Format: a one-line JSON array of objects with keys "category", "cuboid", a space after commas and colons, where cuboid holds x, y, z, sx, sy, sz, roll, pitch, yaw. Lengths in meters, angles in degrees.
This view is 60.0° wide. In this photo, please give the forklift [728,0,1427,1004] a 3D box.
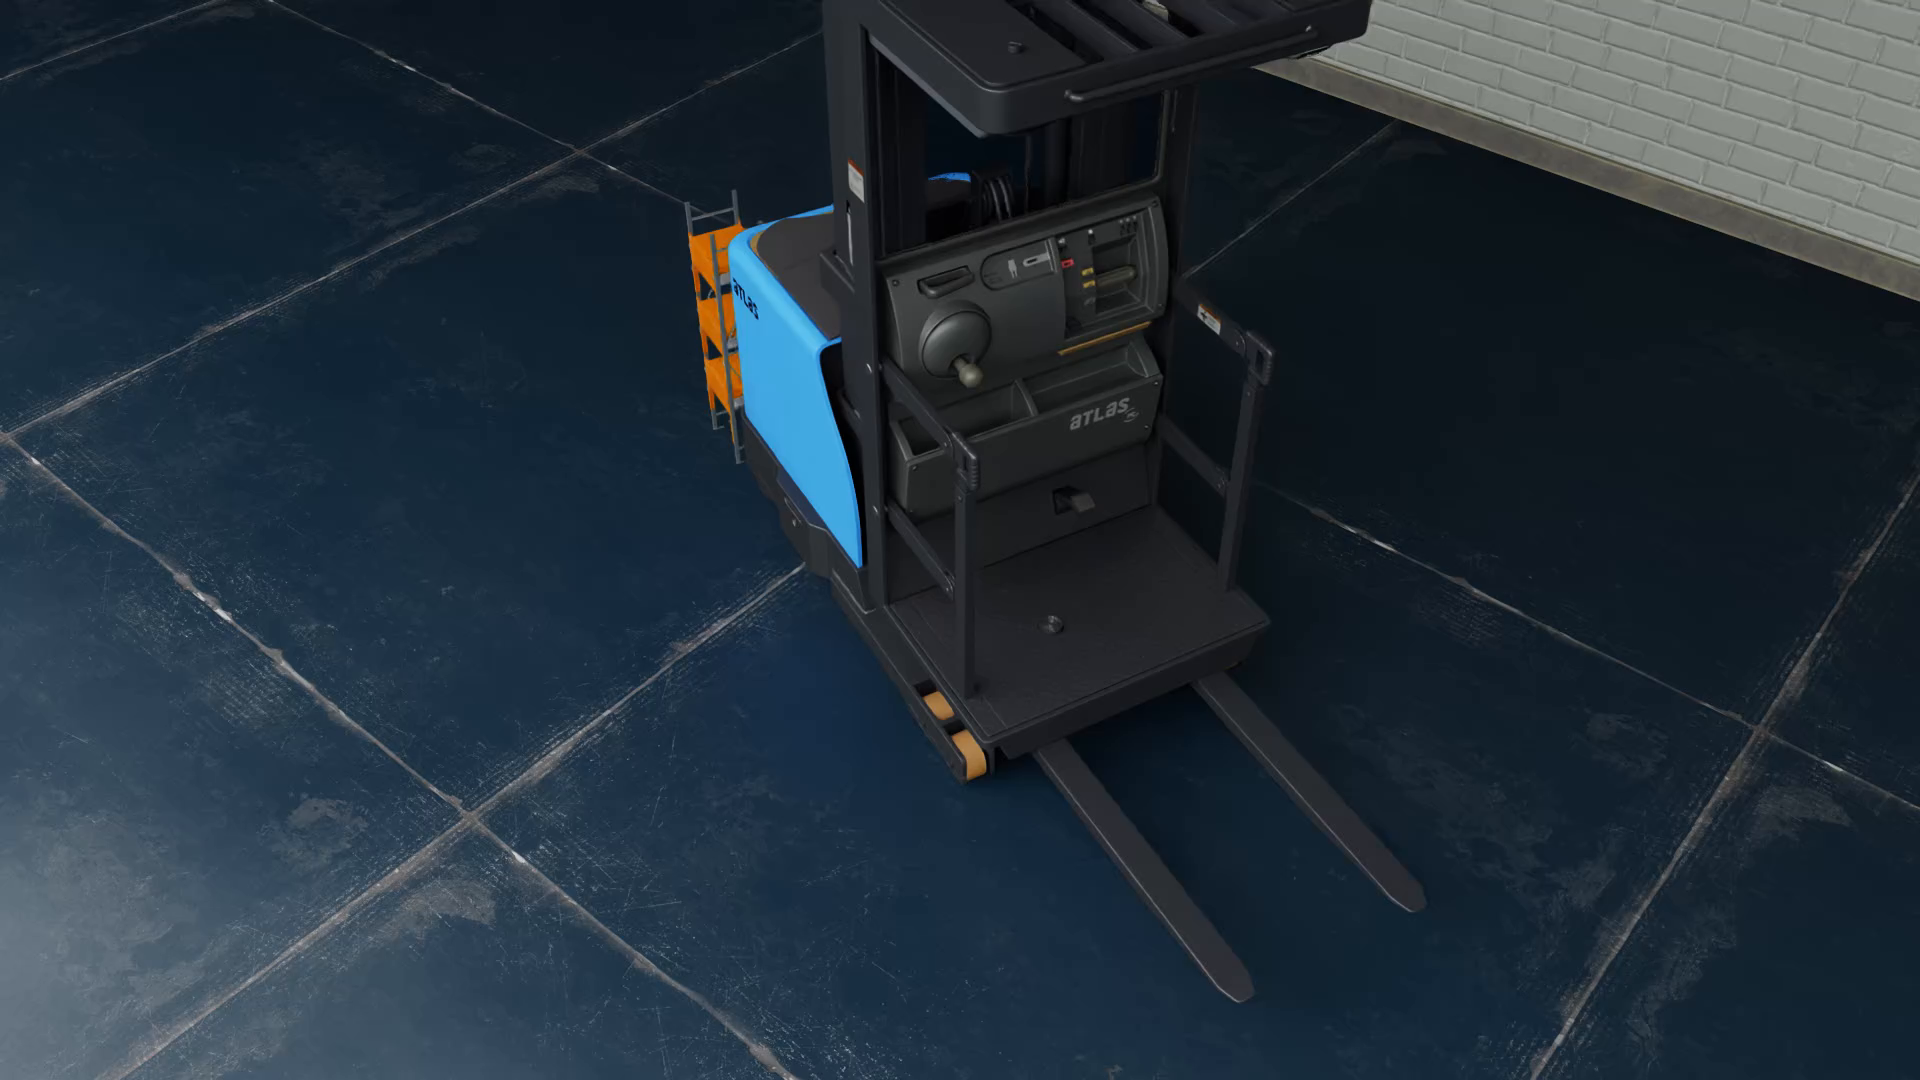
[{"category": "forklift", "cuboid": [0.319, -0.657, 4.794, 1.130, 2.935, 3.031, -20, 46, -21]}]

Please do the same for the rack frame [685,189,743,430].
[{"category": "rack frame", "cuboid": [-0.910, -0.866, 6.422, 0.200, 1.050, 0.008, -20, 46, -20]}]

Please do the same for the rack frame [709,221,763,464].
[{"category": "rack frame", "cuboid": [-0.796, -0.721, 6.262, 0.200, 1.050, 0.008, -20, 46, -20]}]

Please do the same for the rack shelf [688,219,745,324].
[{"category": "rack shelf", "cuboid": [-0.853, -0.995, 6.158, 0.215, 0.259, 0.240, -20, 46, -20]}]

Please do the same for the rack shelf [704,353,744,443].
[{"category": "rack shelf", "cuboid": [-0.853, -0.580, 6.536, 0.215, 0.259, 0.240, -20, 46, -20]}]

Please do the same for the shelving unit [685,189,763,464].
[{"category": "shelving unit", "cuboid": [-0.853, -0.793, 6.342, 0.215, 1.050, 0.252, -20, 46, -20]}]

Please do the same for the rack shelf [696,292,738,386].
[{"category": "rack shelf", "cuboid": [-0.853, -0.785, 6.349, 0.215, 0.259, 0.240, -20, 46, -20]}]
